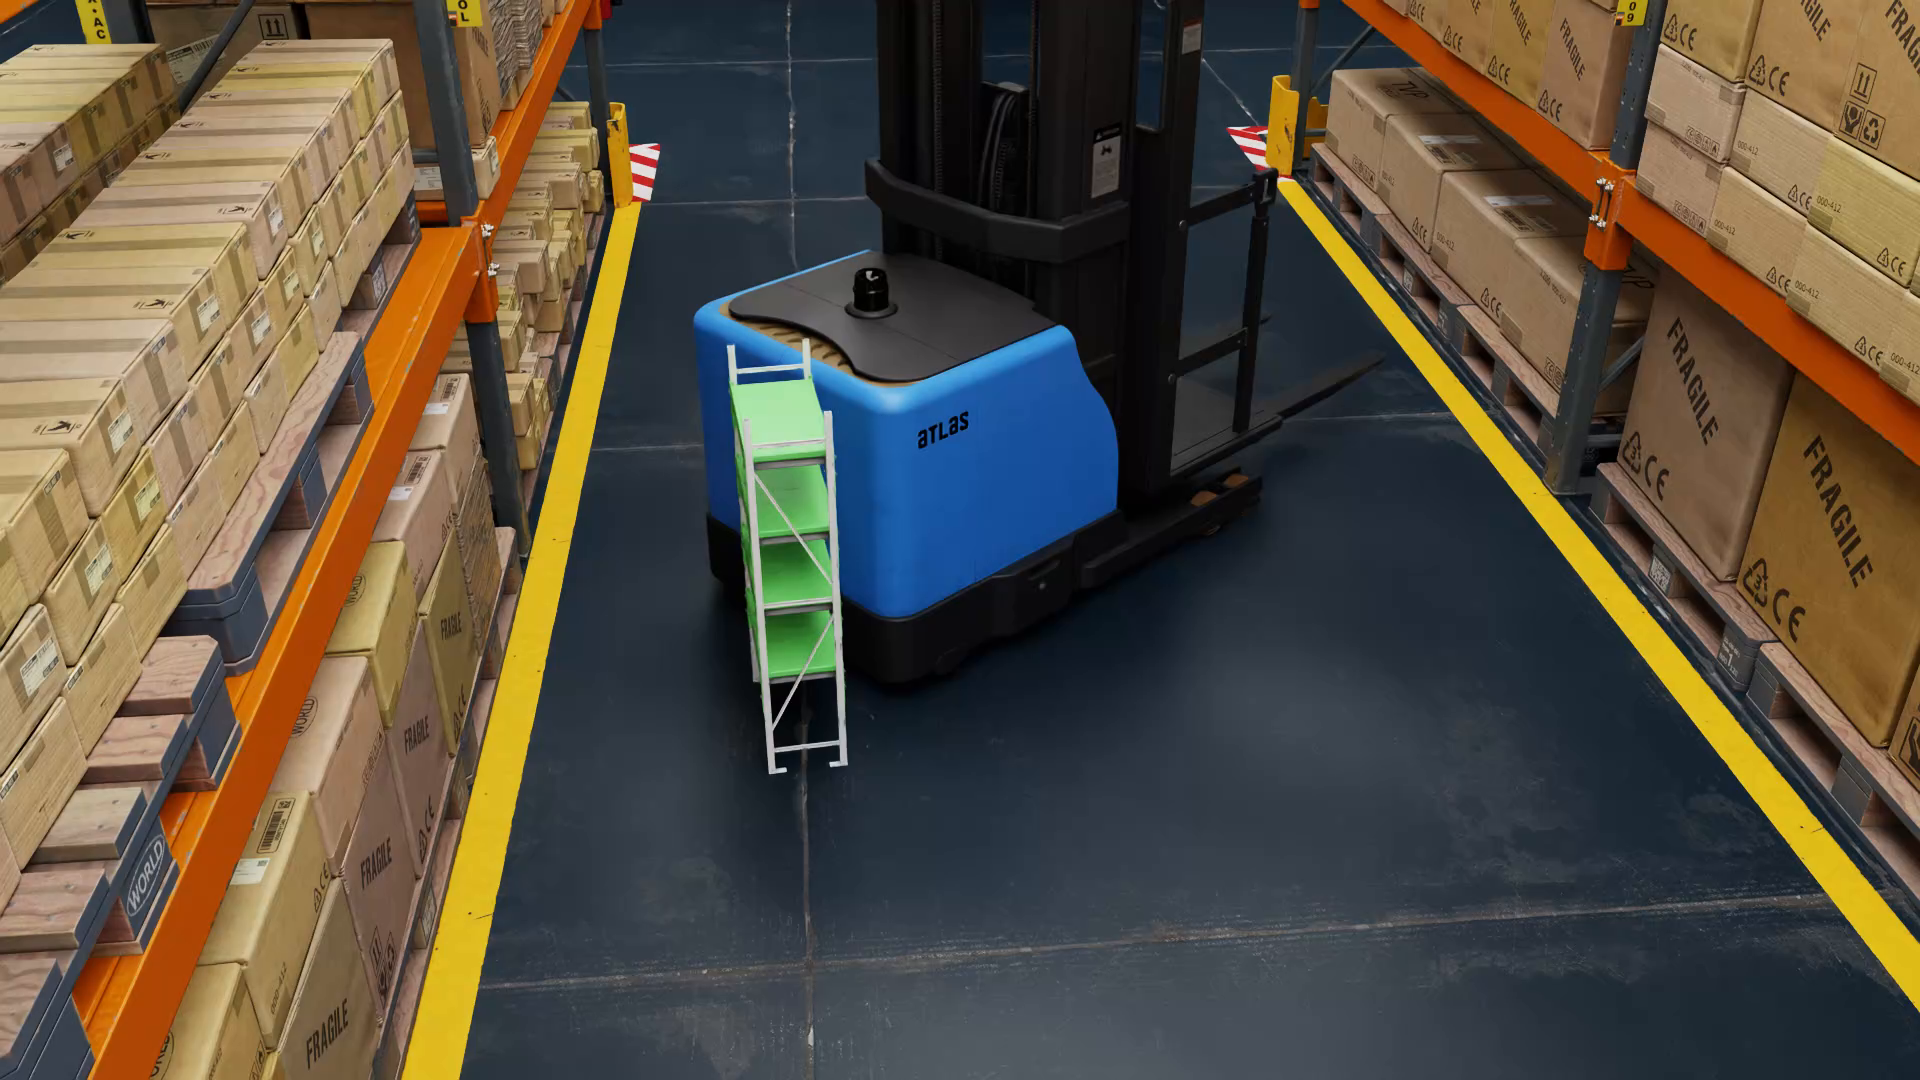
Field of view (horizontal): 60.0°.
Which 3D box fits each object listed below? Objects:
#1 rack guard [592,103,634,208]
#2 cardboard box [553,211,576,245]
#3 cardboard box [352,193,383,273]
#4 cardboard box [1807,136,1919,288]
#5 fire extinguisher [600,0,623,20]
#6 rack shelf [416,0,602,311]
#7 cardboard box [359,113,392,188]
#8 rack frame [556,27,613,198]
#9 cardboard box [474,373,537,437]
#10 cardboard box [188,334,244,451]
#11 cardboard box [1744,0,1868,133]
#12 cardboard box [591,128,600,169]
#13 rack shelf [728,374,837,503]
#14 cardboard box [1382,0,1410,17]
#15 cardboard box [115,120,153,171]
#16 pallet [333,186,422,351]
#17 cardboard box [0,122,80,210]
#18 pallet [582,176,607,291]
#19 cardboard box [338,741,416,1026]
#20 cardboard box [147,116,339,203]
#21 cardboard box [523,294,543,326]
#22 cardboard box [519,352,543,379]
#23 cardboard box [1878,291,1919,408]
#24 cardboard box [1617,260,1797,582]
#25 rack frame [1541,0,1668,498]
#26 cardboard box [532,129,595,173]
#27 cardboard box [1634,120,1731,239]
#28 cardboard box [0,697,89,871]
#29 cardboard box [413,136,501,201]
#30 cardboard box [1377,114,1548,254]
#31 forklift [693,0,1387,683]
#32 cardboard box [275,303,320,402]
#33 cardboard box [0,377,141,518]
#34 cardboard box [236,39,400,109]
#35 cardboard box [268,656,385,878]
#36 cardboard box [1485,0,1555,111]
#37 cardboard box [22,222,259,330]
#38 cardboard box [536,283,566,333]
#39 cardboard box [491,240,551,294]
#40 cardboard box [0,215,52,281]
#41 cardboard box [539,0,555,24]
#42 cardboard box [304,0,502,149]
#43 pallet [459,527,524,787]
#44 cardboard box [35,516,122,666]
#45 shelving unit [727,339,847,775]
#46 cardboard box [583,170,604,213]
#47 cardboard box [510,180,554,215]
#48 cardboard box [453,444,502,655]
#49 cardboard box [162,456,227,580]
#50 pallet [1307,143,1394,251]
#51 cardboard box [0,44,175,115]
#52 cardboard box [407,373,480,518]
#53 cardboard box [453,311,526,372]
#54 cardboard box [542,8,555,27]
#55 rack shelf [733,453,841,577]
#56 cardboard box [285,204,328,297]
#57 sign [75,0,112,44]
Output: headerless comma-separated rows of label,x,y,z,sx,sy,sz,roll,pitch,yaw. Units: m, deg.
rack guard,-2.462,-2.151,9.364,1.175,0.500,0.348,-3,31,-5
cardboard box,-2.019,-1.431,7.801,0.380,0.149,0.250,-1,31,-2
cardboard box,-1.815,-0.840,4.567,0.380,0.149,0.250,-3,31,-5
cardboard box,2.681,-0.898,4.487,0.500,0.250,0.500,-2,31,-4
fire extinguisher,-2.033,-3.221,9.156,0.296,0.674,0.183,-3,31,-5
rack shelf,-2.283,-1.933,7.263,1.077,0.370,4.000,-3,31,-5
cardboard box,-1.836,-1.093,4.700,0.380,0.149,0.250,-3,31,-4
rack frame,-2.469,-3.263,8.788,1.000,3.000,0.127,-3,31,-5
cardboard box,-1.811,-0.505,6.252,0.380,0.149,0.250,-1,31,-2
cardboard box,-1.689,-0.293,3.360,0.380,0.149,0.250,-3,31,-5
cardboard box,2.653,-1.485,4.739,0.500,0.500,0.500,-3,31,-5
cardboard box,-2.136,-2.091,8.907,0.380,0.149,0.250,-4,31,-6
rack shelf,-0.513,-0.298,4.767,0.258,0.148,0.480,-6,31,-10
cardboard box,2.313,-2.819,7.946,0.500,0.500,0.500,-3,31,-5
cardboard box,-2.491,-1.066,4.654,0.380,0.149,0.250,-3,31,-6
pallet,-2.169,-0.741,4.753,1.003,0.211,1.213,-3,31,-5
cardboard box,-2.442,-0.925,4.129,0.380,0.149,0.250,-3,31,-5
pallet,-2.422,-1.611,8.741,1.003,0.211,1.213,-3,31,-5
cardboard box,-1.637,0.822,3.976,0.500,0.500,0.500,-4,31,-6
cardboard box,-1.791,-0.950,4.171,0.380,0.149,0.250,-3,31,-5
cardboard box,-2.007,-1.032,7.134,0.380,0.149,0.250,-1,31,-2
cardboard box,-1.910,-0.639,6.765,0.380,0.149,0.250,-3,31,-5
cardboard box,2.721,-0.426,4.184,0.500,0.250,0.500,-3,31,-5
cardboard box,2.961,-0.465,5.766,0.875,0.875,0.875,-2,31,-3
rack frame,2.823,-1.510,5.852,1.000,3.000,0.127,-3,31,-5
cardboard box,-2.051,-1.960,8.396,0.380,0.149,0.250,-3,31,-6
cardboard box,2.601,-1.208,5.494,0.500,0.250,0.500,-3,31,-6
cardboard box,-1.588,0.374,2.535,0.380,0.149,0.250,-1,31,-2
cardboard box,-1.796,-1.273,5.702,0.380,0.149,0.250,-2,31,-3
cardboard box,2.705,-1.833,8.483,0.875,0.438,0.875,-2,31,-3
forklift,0.518,-1.448,5.816,3.031,2.935,1.130,-26,40,-37
cardboard box,-1.737,-0.435,3.889,0.380,0.149,0.250,-1,31,-2
cardboard box,-1.643,-0.150,2.831,0.380,0.149,0.250,-4,31,-7
cardboard box,-1.864,-1.353,4.846,0.380,0.149,0.250,-1,31,-2
cardboard box,-1.626,0.516,3.757,0.500,0.250,0.500,-3,31,-4
cardboard box,2.472,-2.040,6.642,0.500,0.500,0.500,-3,31,-6
cardboard box,-1.716,-0.550,3.501,0.380,0.149,0.250,-3,31,-5
cardboard box,-1.972,-1.039,7.435,0.380,0.149,0.250,-4,31,-6
cardboard box,-1.951,-1.155,7.048,0.380,0.149,0.250,-2,31,-4
cardboard box,-2.414,-0.664,3.981,0.380,0.149,0.250,-2,31,-3
cardboard box,-2.035,-2.440,7.022,0.500,0.500,0.500,-1,31,-2
cardboard box,-1.891,-1.656,5.711,0.500,0.500,0.500,-3,31,-5
pallet,-2.022,0.374,5.419,1.003,0.211,1.213,-3,31,-5
cardboard box,-1.623,0.090,2.719,0.380,0.149,0.250,-4,31,-6
shelving unit,-0.513,0.059,4.980,0.258,1.200,0.503,-6,31,-10
cardboard box,-2.088,-1.834,8.766,0.380,0.149,0.250,-2,31,-3
cardboard box,-2.095,-1.550,7.710,0.380,0.149,0.250,-4,31,-6
cardboard box,-1.776,0.038,5.290,0.500,0.500,0.500,-3,31,-6
cardboard box,-1.667,-0.038,3.223,0.380,0.149,0.250,-2,31,-3
pallet,2.602,-1.950,9.309,1.003,0.211,1.213,-3,31,-5
cardboard box,-2.517,-1.326,4.799,0.380,0.149,0.250,-1,31,-2
cardboard box,-1.774,-0.282,5.094,0.500,0.250,0.500,-4,31,-6
cardboard box,-1.888,-0.762,6.391,0.380,0.149,0.250,-1,31,-2
cardboard box,-2.091,-2.481,7.724,0.380,0.149,0.250,-4,31,-7
rack shelf,-0.513,-0.092,4.890,0.258,0.148,0.480,-6,31,-10
cardboard box,-1.763,-0.694,4.032,0.380,0.149,0.250,-4,31,-7
sign,-2.635,-1.563,5.097,0.100,0.325,0.005,-3,31,-5
